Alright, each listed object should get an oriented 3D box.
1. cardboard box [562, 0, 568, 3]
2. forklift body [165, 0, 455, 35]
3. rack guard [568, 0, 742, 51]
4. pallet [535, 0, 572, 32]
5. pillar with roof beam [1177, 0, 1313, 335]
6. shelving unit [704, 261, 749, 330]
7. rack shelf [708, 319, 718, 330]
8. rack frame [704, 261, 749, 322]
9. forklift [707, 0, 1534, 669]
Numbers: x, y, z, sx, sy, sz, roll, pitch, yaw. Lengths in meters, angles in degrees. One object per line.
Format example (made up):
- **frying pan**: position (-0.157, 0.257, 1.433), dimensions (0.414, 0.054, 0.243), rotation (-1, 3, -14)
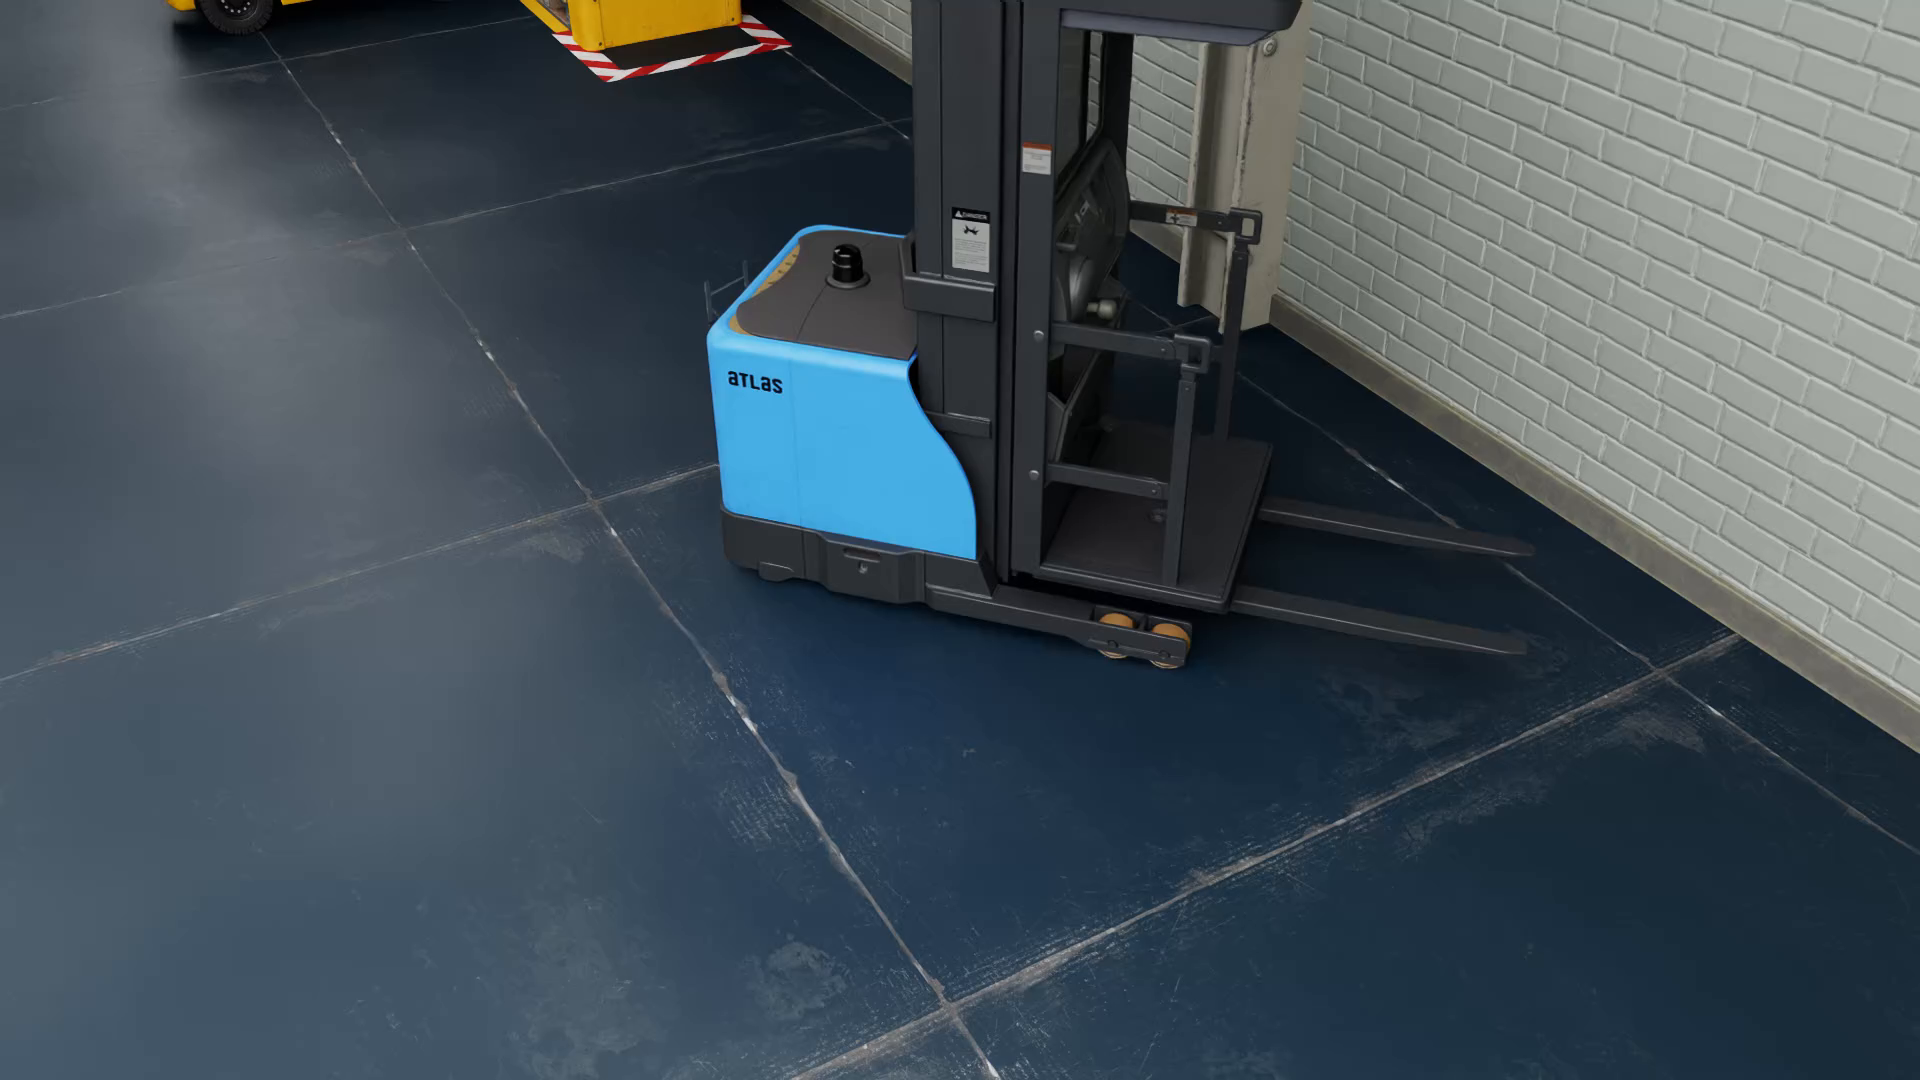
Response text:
- **cardboard box**: position (-2.629, -3.996, 11.653), dimensions (0.500, 0.250, 0.500), rotation (-19, 40, -24)
- **forklift body**: position (-4.650, -4.875, 11.601), dimensions (2.313, 2.155, 1.214), rotation (-19, 40, -24)
- **rack guard**: position (-2.108, -3.769, 11.487), dimensions (1.175, 0.500, 0.348), rotation (-19, 40, -24)
- **pallet**: position (-2.541, -4.042, 12.106), dimensions (1.003, 0.211, 1.213), rotation (-19, 40, -24)
- **pillar with roof beam**: position (-2.399, -3.500, 3.913), dimensions (9.100, 9.000, 0.400), rotation (-19, 40, -24)
- **shelving unit**: position (-0.862, -0.683, 6.921), dimensions (0.210, 0.900, 0.258), rotation (24, 43, 29)
- **rack shelf**: position (-0.863, -0.874, 6.781), dimensions (0.200, 0.077, 0.258), rotation (24, 43, 29)
- **rack frame**: position (-0.943, -0.719, 6.971), dimensions (0.006, 0.900, 0.240), rotation (24, 43, 29)
- **forklift**: position (0.645, -1.063, 5.721), dimensions (3.031, 2.935, 1.130), rotation (11, 37, 14)
